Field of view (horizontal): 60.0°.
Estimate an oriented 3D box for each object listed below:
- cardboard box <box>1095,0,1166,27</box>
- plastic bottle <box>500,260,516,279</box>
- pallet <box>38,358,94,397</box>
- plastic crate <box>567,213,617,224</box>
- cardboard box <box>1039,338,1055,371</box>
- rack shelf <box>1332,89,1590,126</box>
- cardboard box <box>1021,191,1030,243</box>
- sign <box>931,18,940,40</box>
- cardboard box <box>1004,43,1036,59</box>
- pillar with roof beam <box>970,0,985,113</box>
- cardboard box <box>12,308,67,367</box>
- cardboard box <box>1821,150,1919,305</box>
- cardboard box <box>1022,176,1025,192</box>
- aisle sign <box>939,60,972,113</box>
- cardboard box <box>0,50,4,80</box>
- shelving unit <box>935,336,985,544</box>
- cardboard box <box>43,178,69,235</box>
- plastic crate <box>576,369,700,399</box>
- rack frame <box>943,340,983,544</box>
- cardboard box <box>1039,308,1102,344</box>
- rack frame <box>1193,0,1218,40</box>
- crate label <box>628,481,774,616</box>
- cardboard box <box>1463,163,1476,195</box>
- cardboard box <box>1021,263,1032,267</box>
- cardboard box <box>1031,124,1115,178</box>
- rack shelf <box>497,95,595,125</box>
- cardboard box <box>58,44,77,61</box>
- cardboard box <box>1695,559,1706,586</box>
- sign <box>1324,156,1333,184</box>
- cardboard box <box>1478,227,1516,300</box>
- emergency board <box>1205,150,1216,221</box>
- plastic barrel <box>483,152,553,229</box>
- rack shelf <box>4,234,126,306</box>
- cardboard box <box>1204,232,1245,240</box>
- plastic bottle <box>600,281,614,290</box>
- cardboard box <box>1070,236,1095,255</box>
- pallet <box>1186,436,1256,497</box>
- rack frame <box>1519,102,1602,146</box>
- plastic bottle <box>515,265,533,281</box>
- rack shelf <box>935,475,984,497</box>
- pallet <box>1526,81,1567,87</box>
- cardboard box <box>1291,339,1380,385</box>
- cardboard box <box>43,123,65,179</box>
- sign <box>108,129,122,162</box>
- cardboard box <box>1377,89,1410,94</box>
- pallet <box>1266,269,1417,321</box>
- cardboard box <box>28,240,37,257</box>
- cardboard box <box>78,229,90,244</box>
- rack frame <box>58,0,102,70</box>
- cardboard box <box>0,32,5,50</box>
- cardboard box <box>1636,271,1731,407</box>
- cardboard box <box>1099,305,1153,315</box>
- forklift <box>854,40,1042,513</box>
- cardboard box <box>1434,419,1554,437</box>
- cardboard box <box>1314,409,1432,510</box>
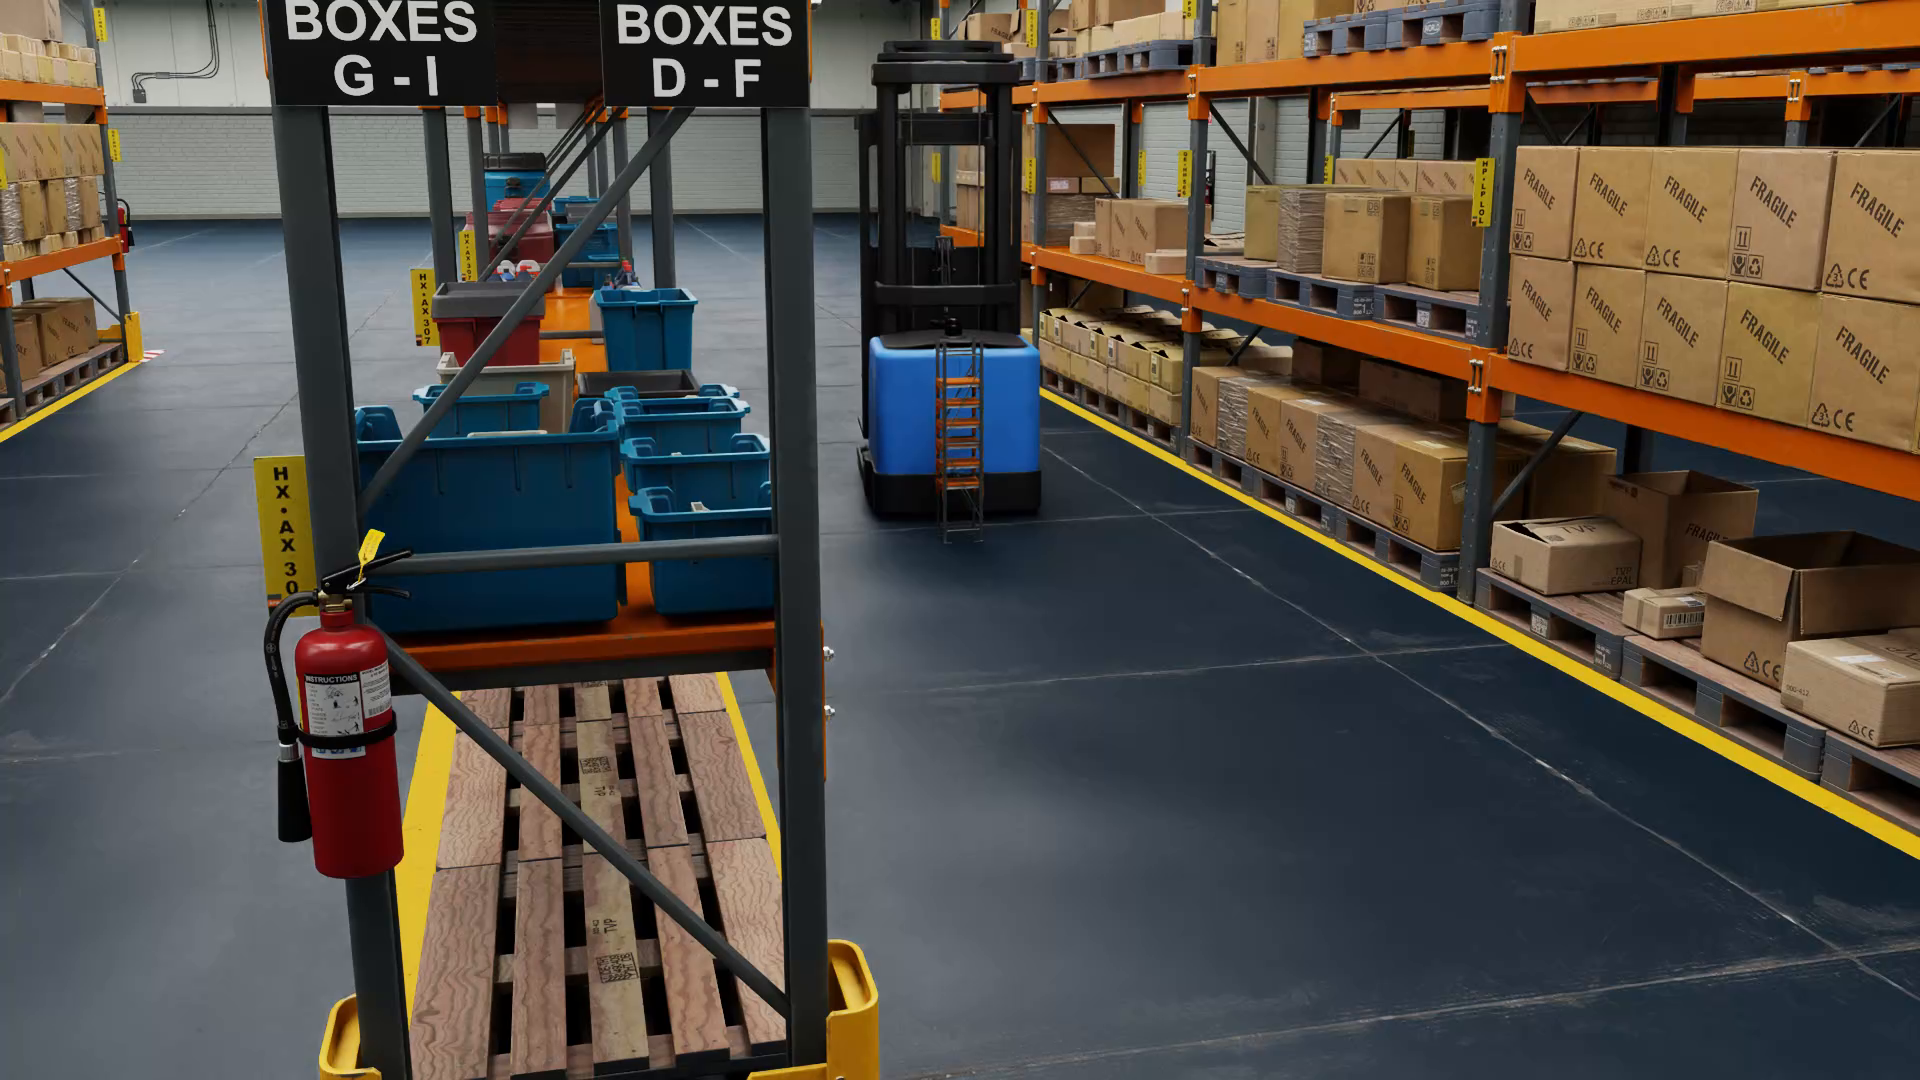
[{"bbox_3d":[1.465,-4.682,14.301,0.500,0.500,0.500,-2,14,-8],"label":"cardboard box"},{"bbox_3d":[-2.887,-1.628,10.530,0.152,0.276,0.135,-3,14,-13],"label":"plastic bottle"},{"bbox_3d":[-8.910,-1.533,15.756,1.003,0.211,1.213,-3,14,-13],"label":"pallet"},{"bbox_3d":[-2.756,-2.227,12.586,0.402,0.464,0.583,-3,14,-13],"label":"plastic crate"},{"bbox_3d":[1.056,-1.765,15.741,0.500,0.250,0.500,-4,14,-15],"label":"cardboard box"},{"bbox_3d":[5.547,-4.850,18.653,1.077,0.370,4.000,-3,14,-13],"label":"rack shelf"},{"bbox_3d":[0.962,-3.276,16.804,0.700,0.500,0.500,-3,14,-14],"label":"cardboard box"},{"bbox_3d":[-0.278,-5.817,19.088,0.100,0.325,0.005,-3,14,-13],"label":"sign"},{"bbox_3d":[0.653,-4.874,16.585,0.380,0.149,0.250,-3,14,-13],"label":"cardboard box"},{"bbox_3d":[-3.739,-12.301,41.317,9.100,9.000,0.400,-3,14,-13],"label":"pillar with roof beam"},{"bbox_3d":[-8.935,-1.938,15.923,0.500,0.500,0.500,-2,14,-8],"label":"cardboard box"},{"bbox_3d":[3.403,-1.093,5.763,0.500,0.500,0.500,-3,14,-12],"label":"cardboard box"},{"bbox_3d":[0.810,-3.536,16.501,0.380,0.149,0.250,-4,14,-15],"label":"cardboard box"},{"bbox_3d":[-0.050,-5.187,19.362,0.394,0.787,0.004,-3,14,-13],"label":"aisle sign"},{"bbox_3d":[-8.285,-3.955,13.790,0.500,0.250,0.500,-4,14,-15],"label":"cardboard box"},{"bbox_3d":[-0.003,-0.586,9.798,0.258,1.200,0.189,-3,14,-13],"label":"shelving unit"},{"bbox_3d":[-8.849,-3.097,15.448,0.875,0.500,0.500,-3,14,-13],"label":"cardboard box"},{"bbox_3d":[-1.211,-0.535,6.251,0.437,0.125,0.590,-3,14,-13],"label":"plastic crate"},{"bbox_3d":[0.018,-0.565,9.712,0.240,1.200,0.006,-3,14,-13],"label":"rack frame"},{"bbox_3d":[1.057,-2.035,15.664,0.500,0.311,0.500,-3,14,-13],"label":"cardboard box"},{"bbox_3d":[2.142,-4.995,11.412,1.000,3.000,0.127,-3,14,-13],"label":"rack frame"},{"bbox_3d":[-0.533,0.017,3.765,0.416,0.233,0.303,-3,14,-13],"label":"crate label"},{"bbox_3d":[5.605,-3.674,17.337,0.500,0.500,0.500,-3,14,-13],"label":"cardboard box"},{"bbox_3d":[0.927,-2.822,18.487,0.500,0.500,0.500,-3,14,-13],"label":"cardboard box"},{"bbox_3d":[1.092,-3.785,16.153,0.700,0.500,0.500,-3,14,-13],"label":"cardboard box"},{"bbox_3d":[-4.083,-4.298,16.393,1.077,0.370,4.000,-3,14,-13],"label":"rack shelf"},{"bbox_3d":[-8.799,-4.726,16.108,0.380,0.149,0.250,-3,14,-13],"label":"cardboard box"},{"bbox_3d":[3.667,0.223,7.433,0.500,0.311,0.500,-3,14,-13],"label":"cardboard box"},{"bbox_3d":[2.667,-2.637,12.129,0.100,0.325,0.005,-3,14,-13],"label":"sign"},{"bbox_3d":[3.187,-1.533,8.784,0.700,0.500,0.500,-9,16,-32],"label":"cardboard box"},{"bbox_3d":[4.130,-6.047,28.356,0.194,1.169,0.643,-3,14,-13],"label":"emergency board"},{"bbox_3d":[-3.817,-2.866,14.282,0.600,0.901,0.708,-3,14,-13],"label":"plastic barrel"},{"bbox_3d":[-8.898,-2.564,15.619,1.077,0.370,4.000,-3,14,-13],"label":"rack shelf"},{"bbox_3d":[2.120,-2.255,13.024,0.500,0.311,0.500,-3,14,-14],"label":"cardboard box"},{"bbox_3d":[-1.931,-1.281,9.120,0.097,0.271,0.097,0,14,0],"label":"plastic bottle"},{"bbox_3d":[1.212,-2.666,15.048,0.380,0.149,0.250,-3,14,-13],"label":"cardboard box"},{"bbox_3d":[2.280,-0.552,11.742,1.003,0.211,1.213,-3,14,-13],"label":"pallet"},{"bbox_3d":[6.016,-3.281,17.035,1.000,3.000,0.127,-3,14,-13],"label":"rack frame"},{"bbox_3d":[-2.411,-1.346,9.222,0.144,0.351,0.185,-3,14,-13],"label":"plastic bottle"},{"bbox_3d":[-0.003,-0.310,9.866,0.258,0.103,0.180,-3,14,-13],"label":"rack shelf"},{"bbox_3d":[6.058,-4.498,16.094,1.213,0.211,1.003,-3,14,-13],"label":"pallet"},{"bbox_3d":[2.607,-1.229,11.398,0.500,0.250,0.500,-3,14,-11],"label":"cardboard box"},{"bbox_3d":[-8.650,-3.595,15.376,0.500,0.500,0.500,-3,14,-13],"label":"cardboard box"},{"bbox_3d":[-8.823,-4.118,17.355,0.100,0.325,0.005,-3,14,-13],"label":"sign"},{"bbox_3d":[5.130,-5.382,19.065,0.500,0.500,0.500,-3,14,-11],"label":"cardboard box"},{"bbox_3d":[2.603,-1.539,10.312,1.003,0.211,1.213,-3,14,-13],"label":"pallet"},{"bbox_3d":[-8.386,-2.568,14.649,0.380,0.149,0.250,-3,14,-13],"label":"cardboard box"},{"bbox_3d":[-8.889,-3.028,16.530,0.380,0.149,0.250,-3,14,-13],"label":"cardboard box"},{"bbox_3d":[-9.367,-6.289,16.710,1.000,3.000,0.127,-3,14,-13],"label":"rack frame"},{"bbox_3d":[-8.377,-4.244,14.134,0.380,0.149,0.250,-3,14,-13],"label":"cardboard box"},{"bbox_3d":[3.175,-0.841,6.836,0.500,0.500,0.500,-3,14,-13],"label":"cardboard box"},{"bbox_3d":[1.576,-2.067,15.794,0.500,0.311,0.500,-3,14,-13],"label":"cardboard box"},{"bbox_3d":[-0.156,-1.890,11.488,1.130,2.935,3.031,-1,14,-6],"label":"forklift"},{"bbox_3d":[3.068,-0.405,9.605,0.500,0.500,0.500,-3,14,-12],"label":"cardboard box"},{"bbox_3d":[2.461,-0.486,9.935,0.500,0.500,0.500,-3,14,-12],"label":"cardboard box"}]
